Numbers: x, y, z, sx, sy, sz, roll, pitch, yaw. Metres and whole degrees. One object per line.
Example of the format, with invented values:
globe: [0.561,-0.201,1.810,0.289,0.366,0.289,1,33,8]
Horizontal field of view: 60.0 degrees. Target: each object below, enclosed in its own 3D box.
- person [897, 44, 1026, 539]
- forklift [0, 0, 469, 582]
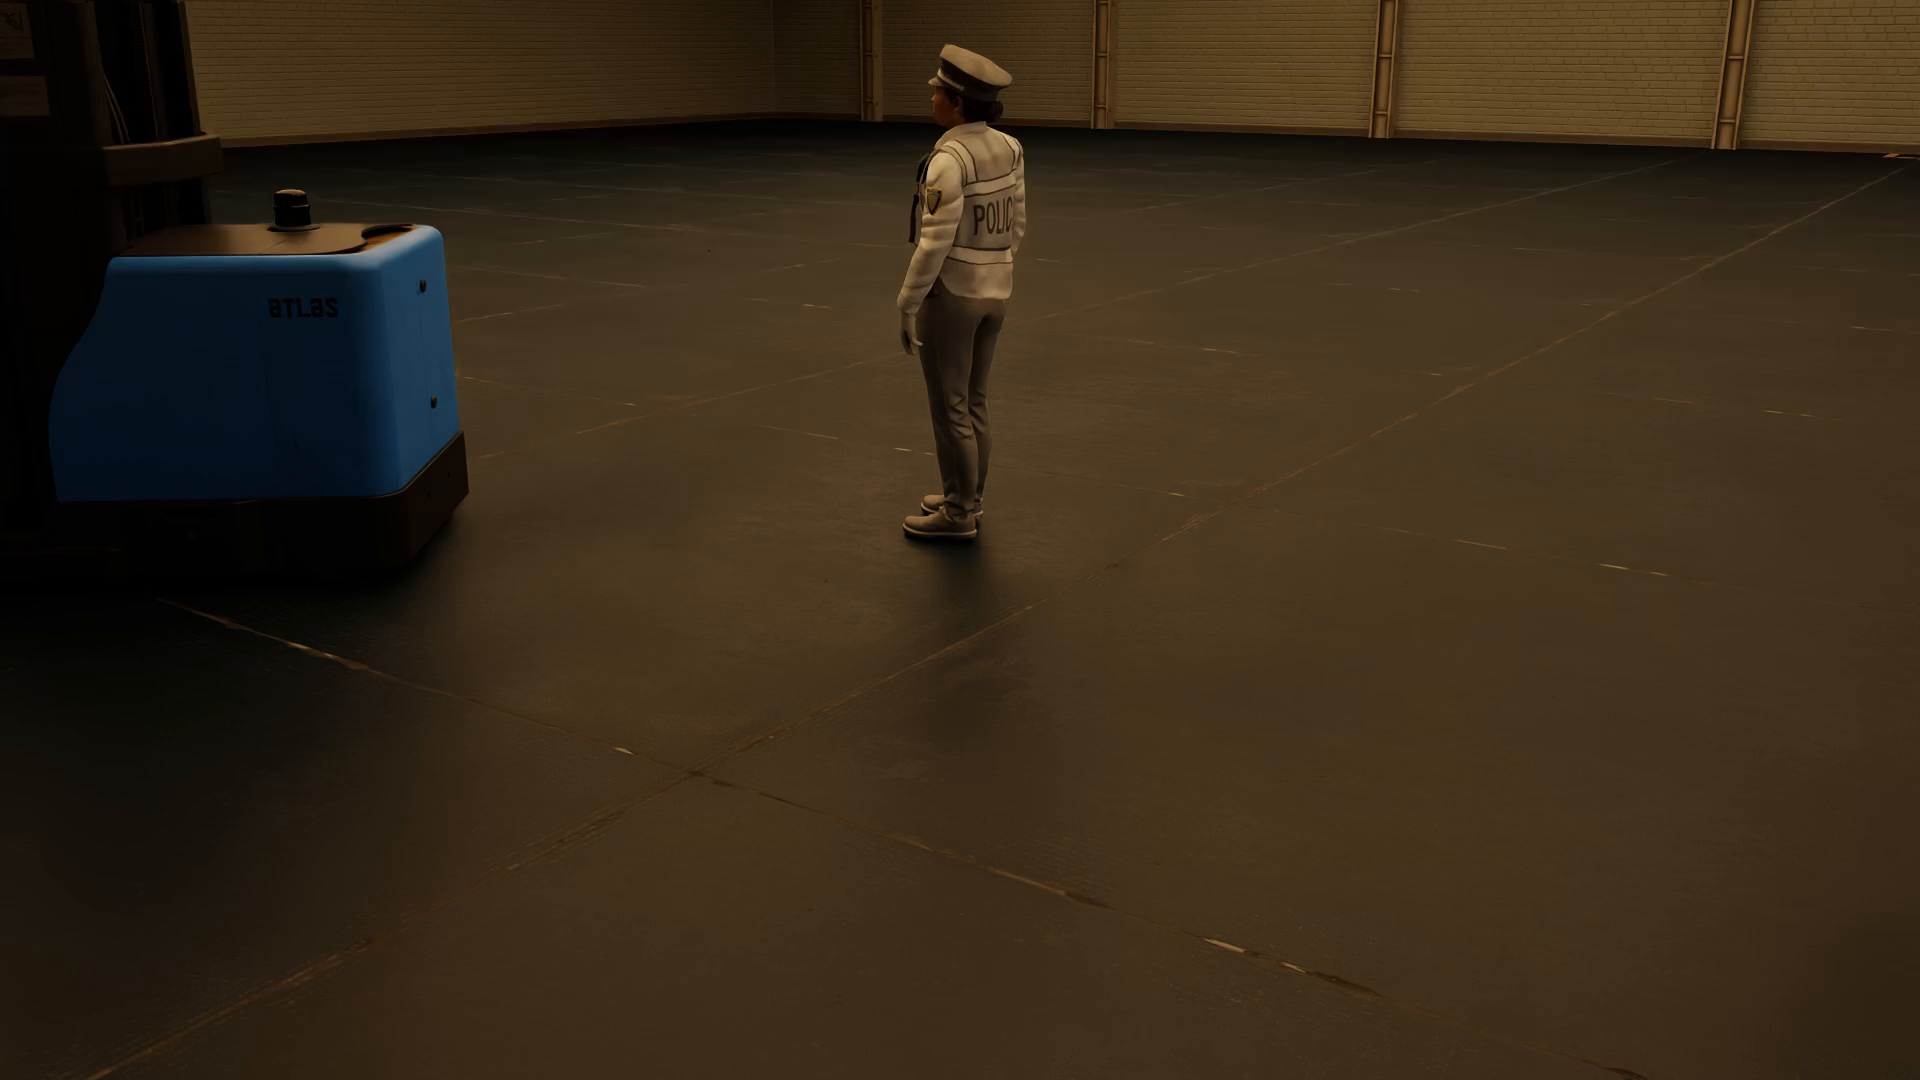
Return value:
person: [-0.053,-0.832,5.747,0.530,1.694,0.586,11,20,33]
forklift: [-3.344,-1.364,5.395,3.031,2.935,1.130,-1,17,-4]
